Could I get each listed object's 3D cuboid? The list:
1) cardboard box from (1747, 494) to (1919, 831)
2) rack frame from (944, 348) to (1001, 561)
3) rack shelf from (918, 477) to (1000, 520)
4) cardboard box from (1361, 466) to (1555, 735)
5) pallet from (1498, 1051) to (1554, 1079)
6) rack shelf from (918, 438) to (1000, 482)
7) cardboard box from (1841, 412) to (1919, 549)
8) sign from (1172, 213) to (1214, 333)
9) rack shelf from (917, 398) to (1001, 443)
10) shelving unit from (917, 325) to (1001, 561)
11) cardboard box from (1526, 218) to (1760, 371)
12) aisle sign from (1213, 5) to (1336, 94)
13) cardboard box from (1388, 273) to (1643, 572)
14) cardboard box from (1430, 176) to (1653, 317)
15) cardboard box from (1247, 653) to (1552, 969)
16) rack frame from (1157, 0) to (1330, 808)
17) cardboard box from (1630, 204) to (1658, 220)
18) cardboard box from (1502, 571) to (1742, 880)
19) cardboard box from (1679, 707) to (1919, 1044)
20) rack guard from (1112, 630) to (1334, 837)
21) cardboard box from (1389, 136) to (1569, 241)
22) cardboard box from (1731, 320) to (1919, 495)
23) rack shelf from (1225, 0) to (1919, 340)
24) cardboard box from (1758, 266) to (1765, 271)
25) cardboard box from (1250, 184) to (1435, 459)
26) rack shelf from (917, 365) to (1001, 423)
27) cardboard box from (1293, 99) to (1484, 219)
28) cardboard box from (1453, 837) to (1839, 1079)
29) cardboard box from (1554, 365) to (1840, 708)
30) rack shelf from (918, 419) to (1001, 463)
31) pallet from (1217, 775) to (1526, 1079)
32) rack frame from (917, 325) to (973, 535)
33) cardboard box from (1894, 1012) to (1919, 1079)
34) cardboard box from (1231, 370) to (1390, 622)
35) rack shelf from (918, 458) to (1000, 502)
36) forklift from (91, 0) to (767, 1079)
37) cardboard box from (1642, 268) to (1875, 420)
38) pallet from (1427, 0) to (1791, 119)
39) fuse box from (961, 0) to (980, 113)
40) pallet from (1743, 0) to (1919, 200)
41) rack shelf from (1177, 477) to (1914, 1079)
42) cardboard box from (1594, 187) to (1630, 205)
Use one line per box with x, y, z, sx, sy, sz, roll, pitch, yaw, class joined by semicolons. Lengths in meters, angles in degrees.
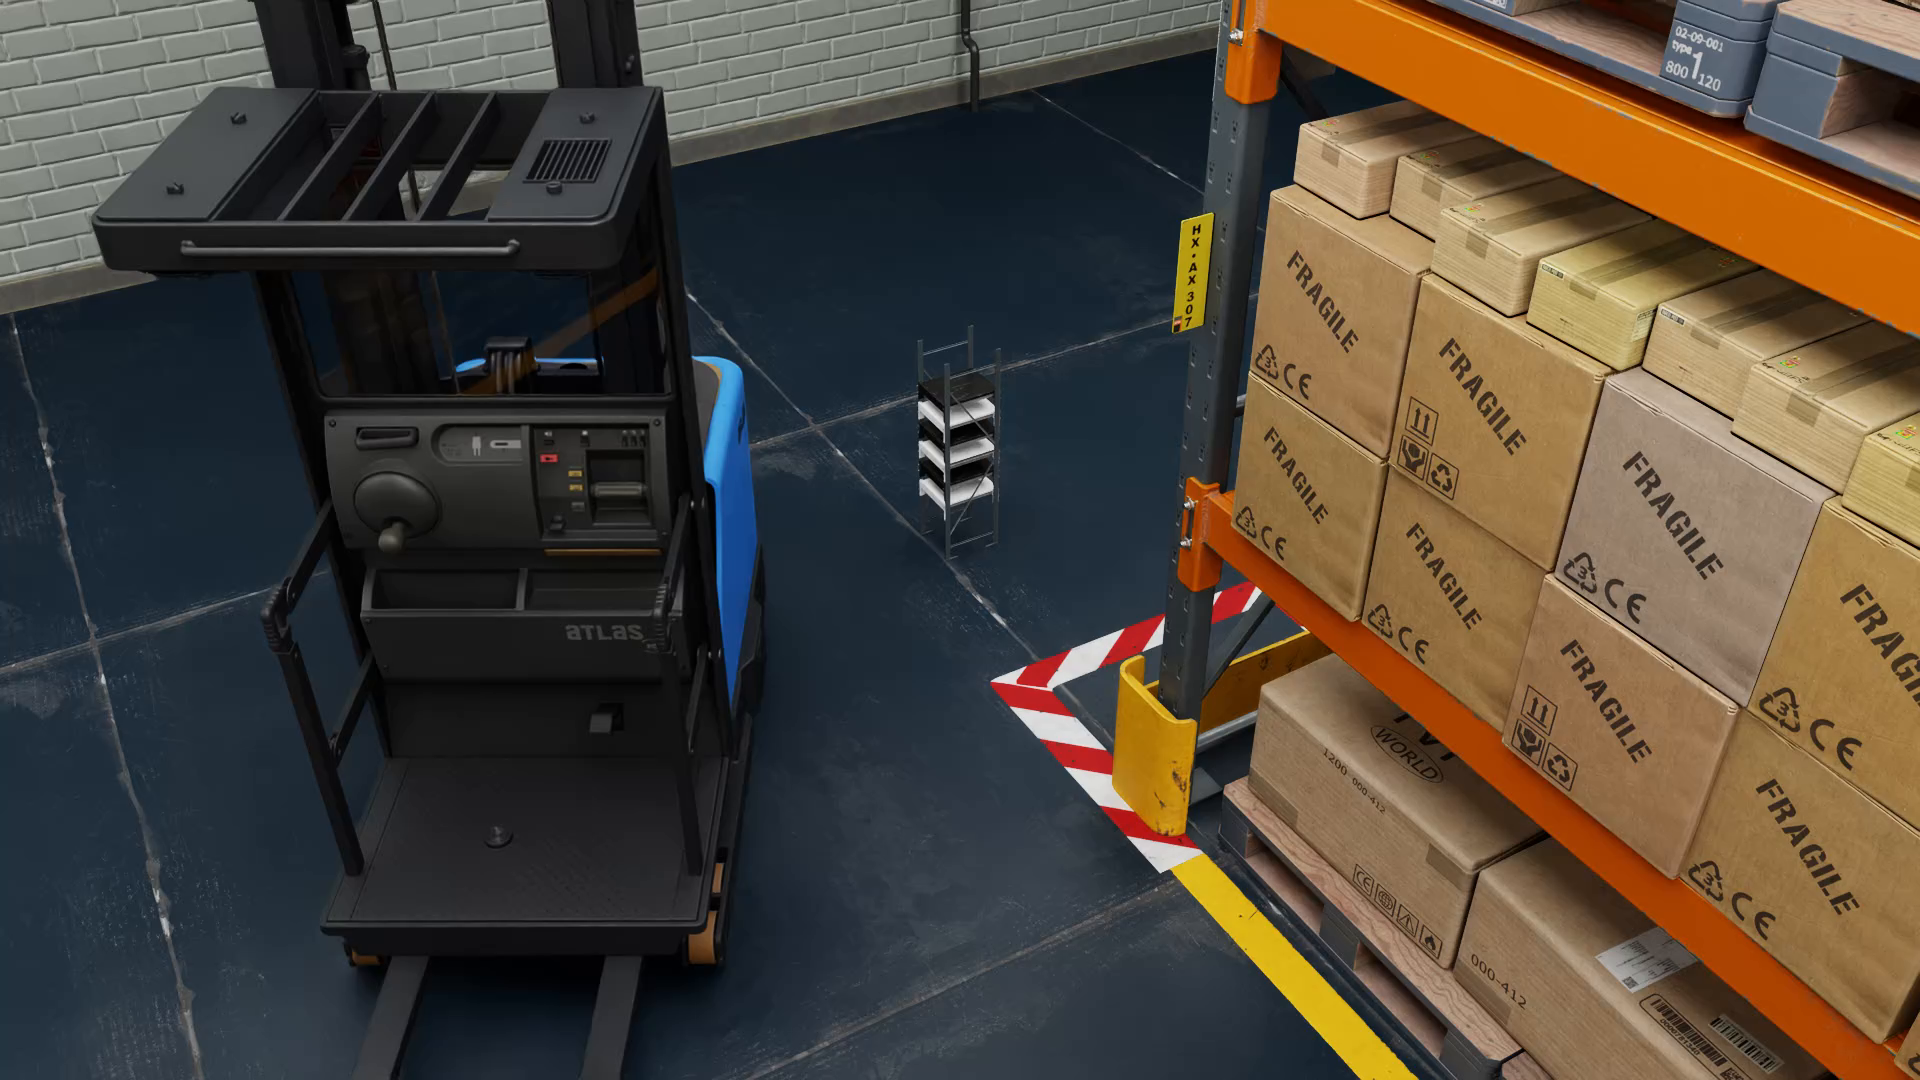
1.870;0.184;3.022;0.500;0.500;0.500;-19;40;-24;cardboard box
0.047;-0.316;6.419;0.240;0.900;0.006;-19;40;-24;rack frame
-0.004;-0.195;6.616;0.258;0.077;0.200;-19;40;-24;rack shelf
1.364;0.063;4.036;0.500;0.500;0.500;-19;40;-25;cardboard box
2.171;1.656;4.304;1.003;0.211;1.213;-19;40;-24;pallet
-0.004;-0.341;6.510;0.258;0.077;0.200;-19;40;-24;rack shelf
1.774;-0.116;2.884;0.380;0.149;0.250;-20;41;-25;cardboard box
0.610;-0.697;4.360;0.100;0.325;0.005;-19;40;-24;sign
-0.004;-0.486;6.404;0.258;0.077;0.200;-19;40;-24;rack shelf
-0.004;-0.368;6.490;0.258;0.900;0.210;-19;40;-24;shelving unit
1.404;-0.512;3.425;0.380;0.149;0.250;-20;41;-25;cardboard box
0.806;-1.477;4.025;0.394;0.787;0.004;-19;40;-24;aisle sign
1.353;-0.330;3.726;0.500;0.500;0.500;-20;41;-25;cardboard box
1.256;-0.641;3.601;0.380;0.149;0.250;-18;40;-23;cardboard box
1.511;0.695;5.071;0.875;0.438;0.875;-20;41;-25;cardboard box
1.093;-0.477;4.859;1.000;3.000;0.127;-19;40;-24;rack frame
1.797;-0.830;3.861;0.380;0.149;0.250;-19;40;-24;cardboard box
1.604;0.327;3.674;0.500;0.500;0.500;-19;40;-24;cardboard box
1.870;0.578;3.331;0.500;0.500;0.500;-18;40;-22;cardboard box
1.081;0.521;5.613;1.175;0.500;0.348;-19;40;-24;rack guard
1.225;-0.807;3.829;0.380;0.149;0.250;-18;40;-23;cardboard box
1.671;-0.254;3.072;0.380;0.149;0.250;-19;40;-24;cardboard box
2.097;-0.377;2.790;1.077;0.370;4.000;-19;40;-24;rack shelf
1.888;-0.689;3.668;0.380;0.149;0.250;-18;40;-23;cardboard box
1.088;-0.592;4.084;0.500;0.500;0.500;-20;41;-25;cardboard box
-0.004;-0.559;6.351;0.258;0.077;0.200;-19;40;-24;rack shelf
1.032;-0.920;3.983;0.380;0.149;0.250;-18;40;-23;cardboard box
1.978;1.160;4.435;0.875;0.438;0.875;-18;40;-23;cardboard box
1.619;-0.070;3.370;0.500;0.500;0.500;-19;40;-24;cardboard box
-0.004;-0.413;6.457;0.258;0.077;0.200;-19;40;-24;rack shelf
1.562;1.034;5.155;1.003;0.211;1.213;-19;40;-24;pallet
-0.055;-0.419;6.561;0.240;0.900;0.006;-19;40;-24;rack frame
2.120;0.849;2.959;0.500;0.500;0.500;-20;40;-25;cardboard box
1.086;-0.187;4.378;0.500;0.500;0.500;-19;40;-24;cardboard box
-0.004;-0.268;6.563;0.258;0.077;0.200;-19;40;-24;rack shelf
-1.262;-0.093;4.393;1.130;2.935;3.031;0;36;0;forklift
1.582;-0.393;3.263;0.380;0.149;0.250;-19;40;-23;cardboard box
1.474;-1.277;3.487;1.003;0.211;1.213;-19;40;-24;pallet
0.129;-3.373;9.917;0.539;1.711;0.414;-19;40;-24;fuse box
2.091;-0.654;2.634;1.003;0.211;1.213;-19;40;-24;pallet
2.097;0.834;3.675;1.077;0.370;4.000;-19;40;-24;rack shelf
1.594;-0.937;4.007;0.380;0.149;0.250;-18;40;-23;cardboard box
